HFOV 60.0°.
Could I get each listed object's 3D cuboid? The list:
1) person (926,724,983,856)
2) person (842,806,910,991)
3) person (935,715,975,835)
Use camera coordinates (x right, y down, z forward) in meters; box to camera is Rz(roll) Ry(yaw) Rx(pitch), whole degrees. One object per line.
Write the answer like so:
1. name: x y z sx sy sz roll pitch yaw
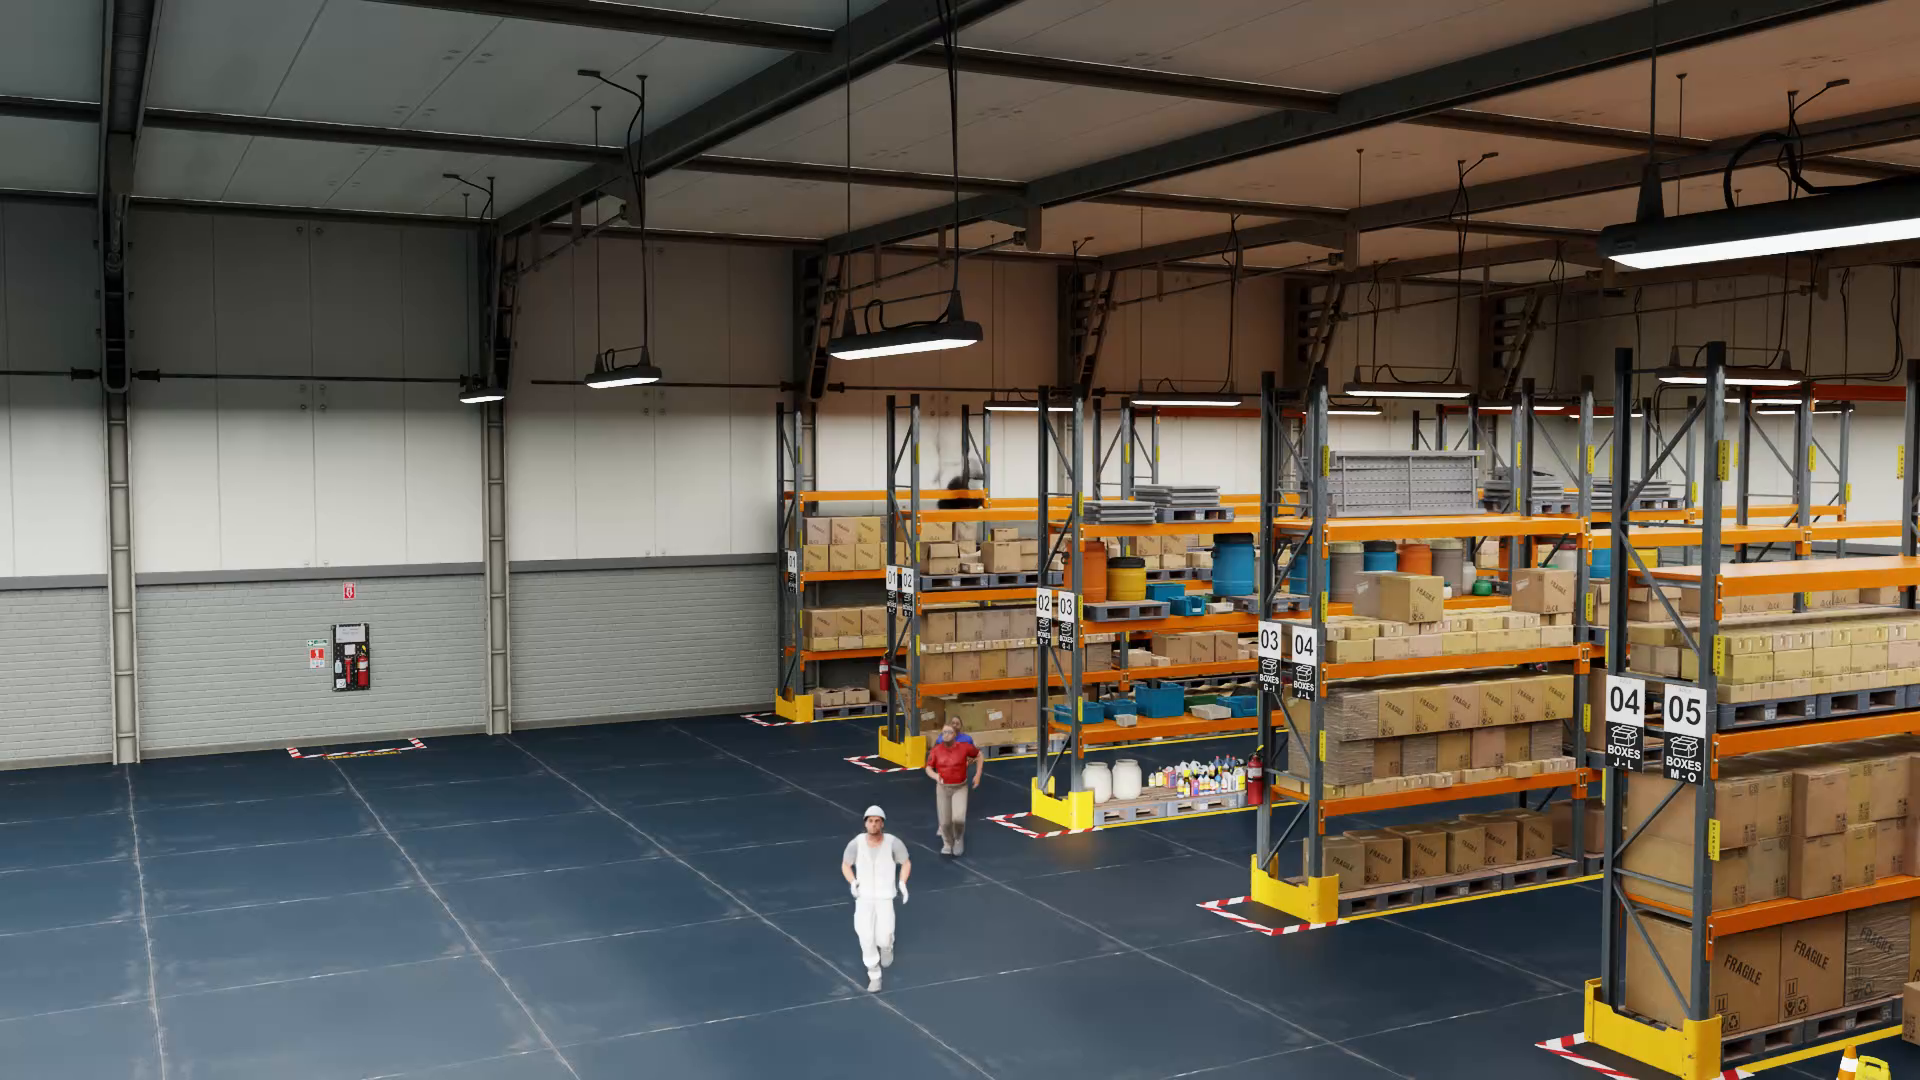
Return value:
1. person: -0.087 3.136 20.738 0.686 1.673 0.817 1 3 10
2. person: -0.810 3.401 15.869 0.657 1.742 0.601 0 3 3
3. person: -0.088 3.116 21.936 0.590 1.608 0.596 0 3 6
